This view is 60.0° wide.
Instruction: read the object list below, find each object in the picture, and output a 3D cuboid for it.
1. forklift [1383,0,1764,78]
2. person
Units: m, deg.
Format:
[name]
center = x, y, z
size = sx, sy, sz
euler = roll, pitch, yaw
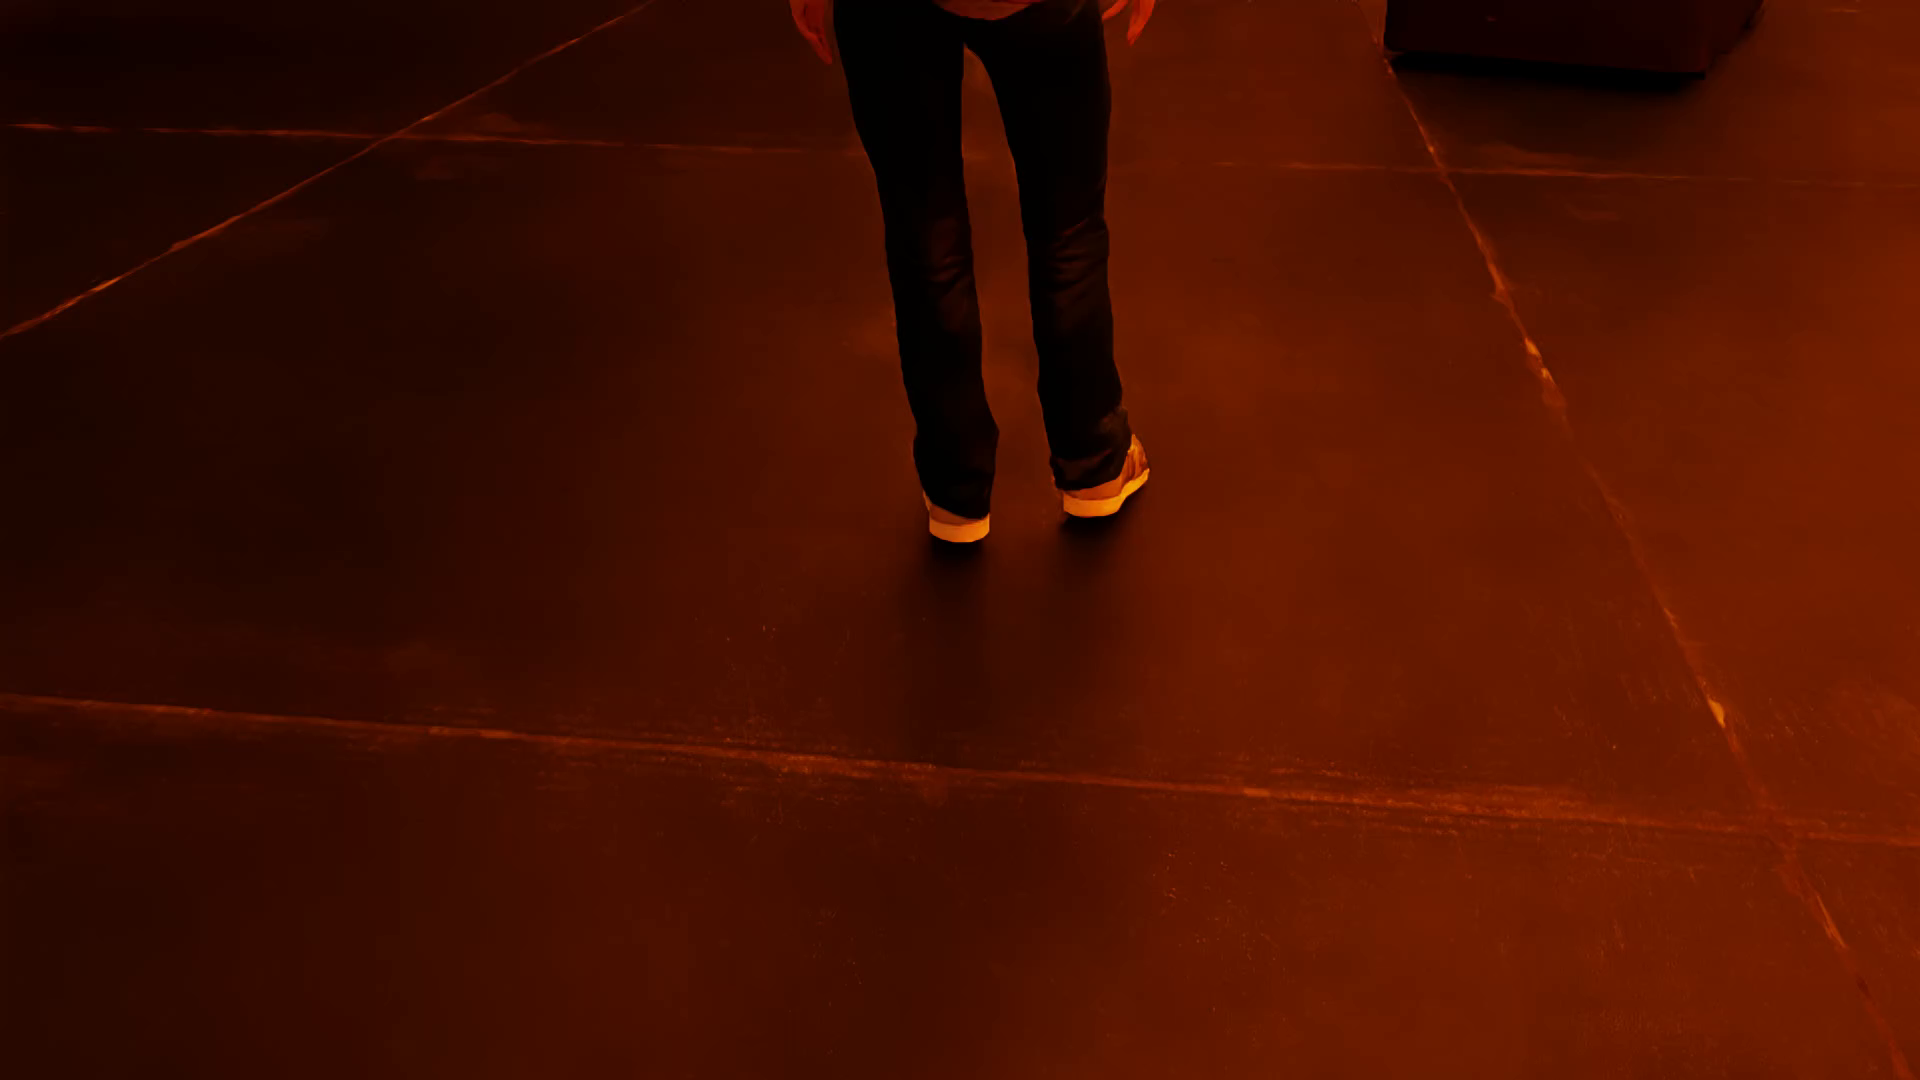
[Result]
[forklift]
center = 2.620, -3.439, 6.110
size = 1.130, 2.935, 3.031
euler = 13, 30, 25
[person]
center = 0.001, -1.013, 1.966
size = 0.502, 0.920, 0.257
euler = 3, 27, 7
